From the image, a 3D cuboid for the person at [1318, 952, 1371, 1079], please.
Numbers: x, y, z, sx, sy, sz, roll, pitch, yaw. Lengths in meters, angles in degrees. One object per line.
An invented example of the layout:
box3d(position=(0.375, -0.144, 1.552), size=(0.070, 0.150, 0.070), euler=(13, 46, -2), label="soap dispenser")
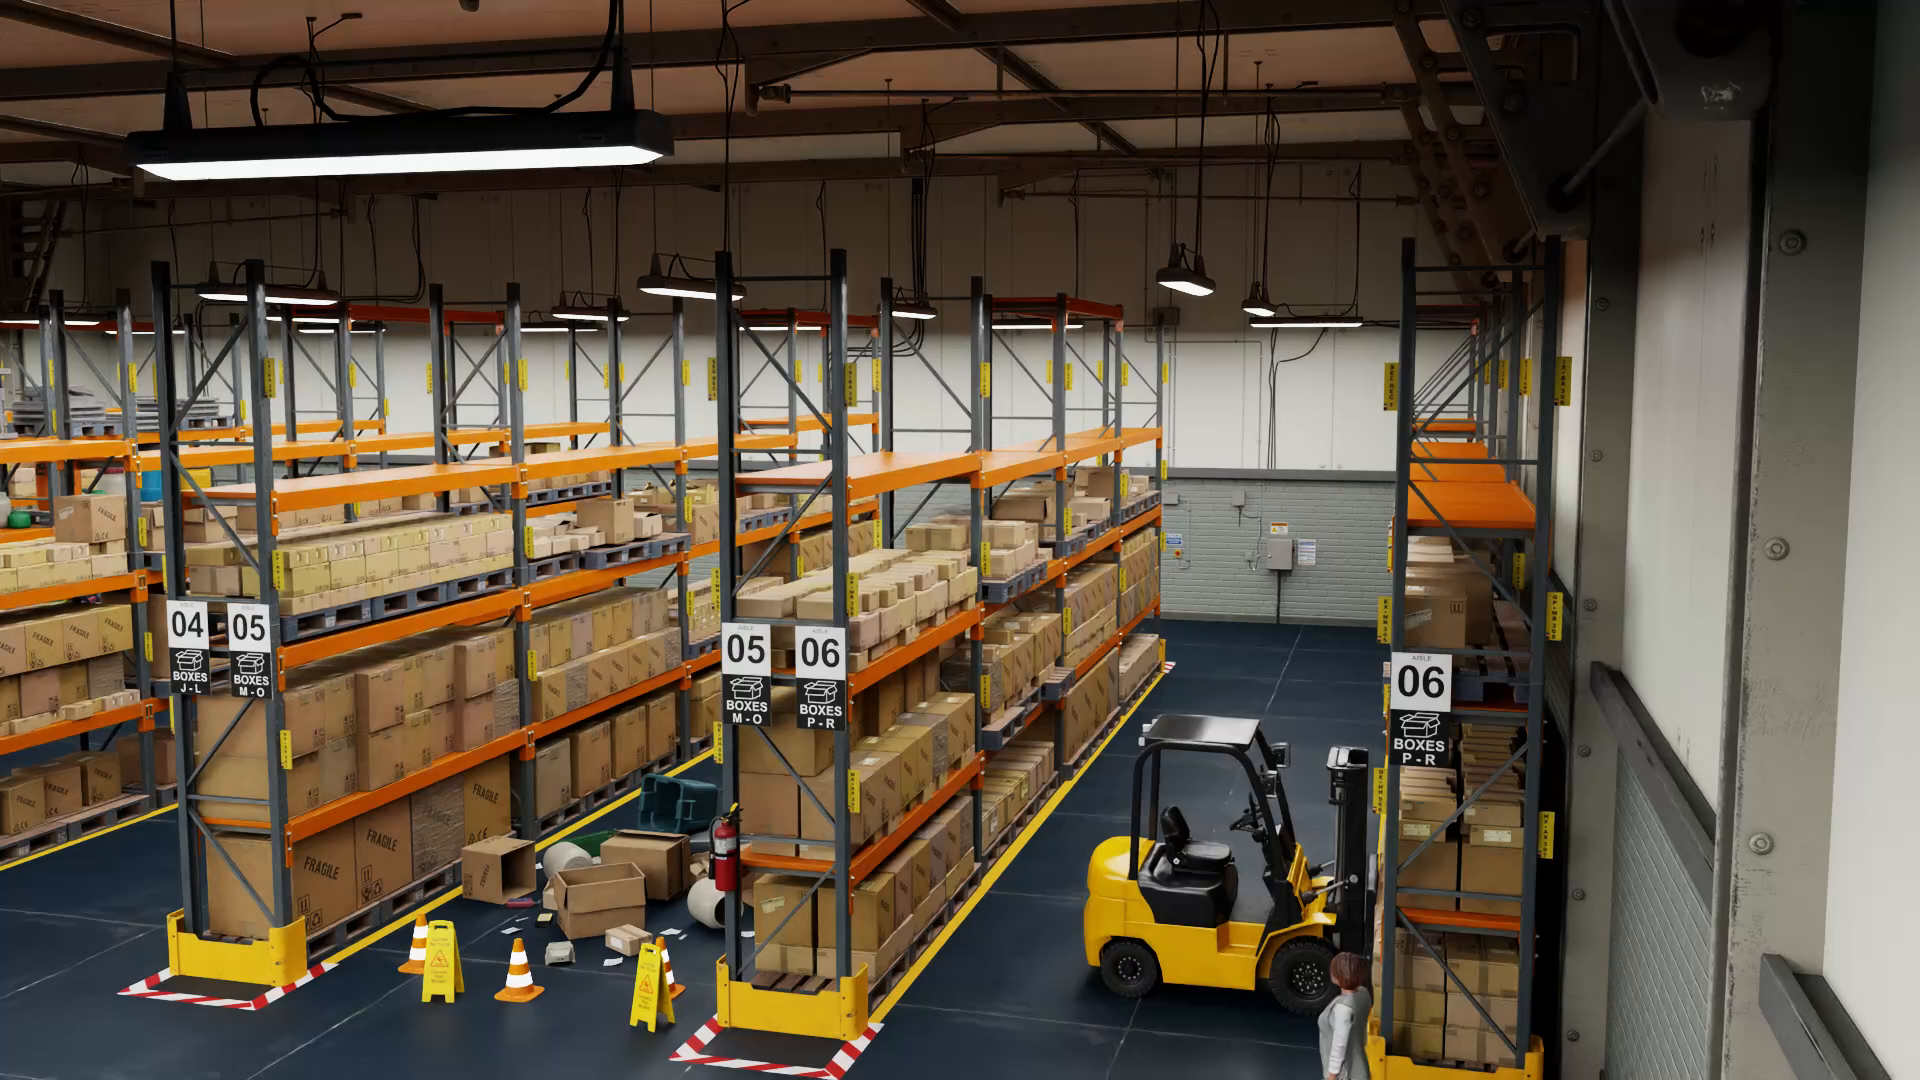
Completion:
box3d(position=(2.376, 3.335, 10.161), size=(0.438, 1.489, 0.420), euler=(2, 6, 16), label="person")
